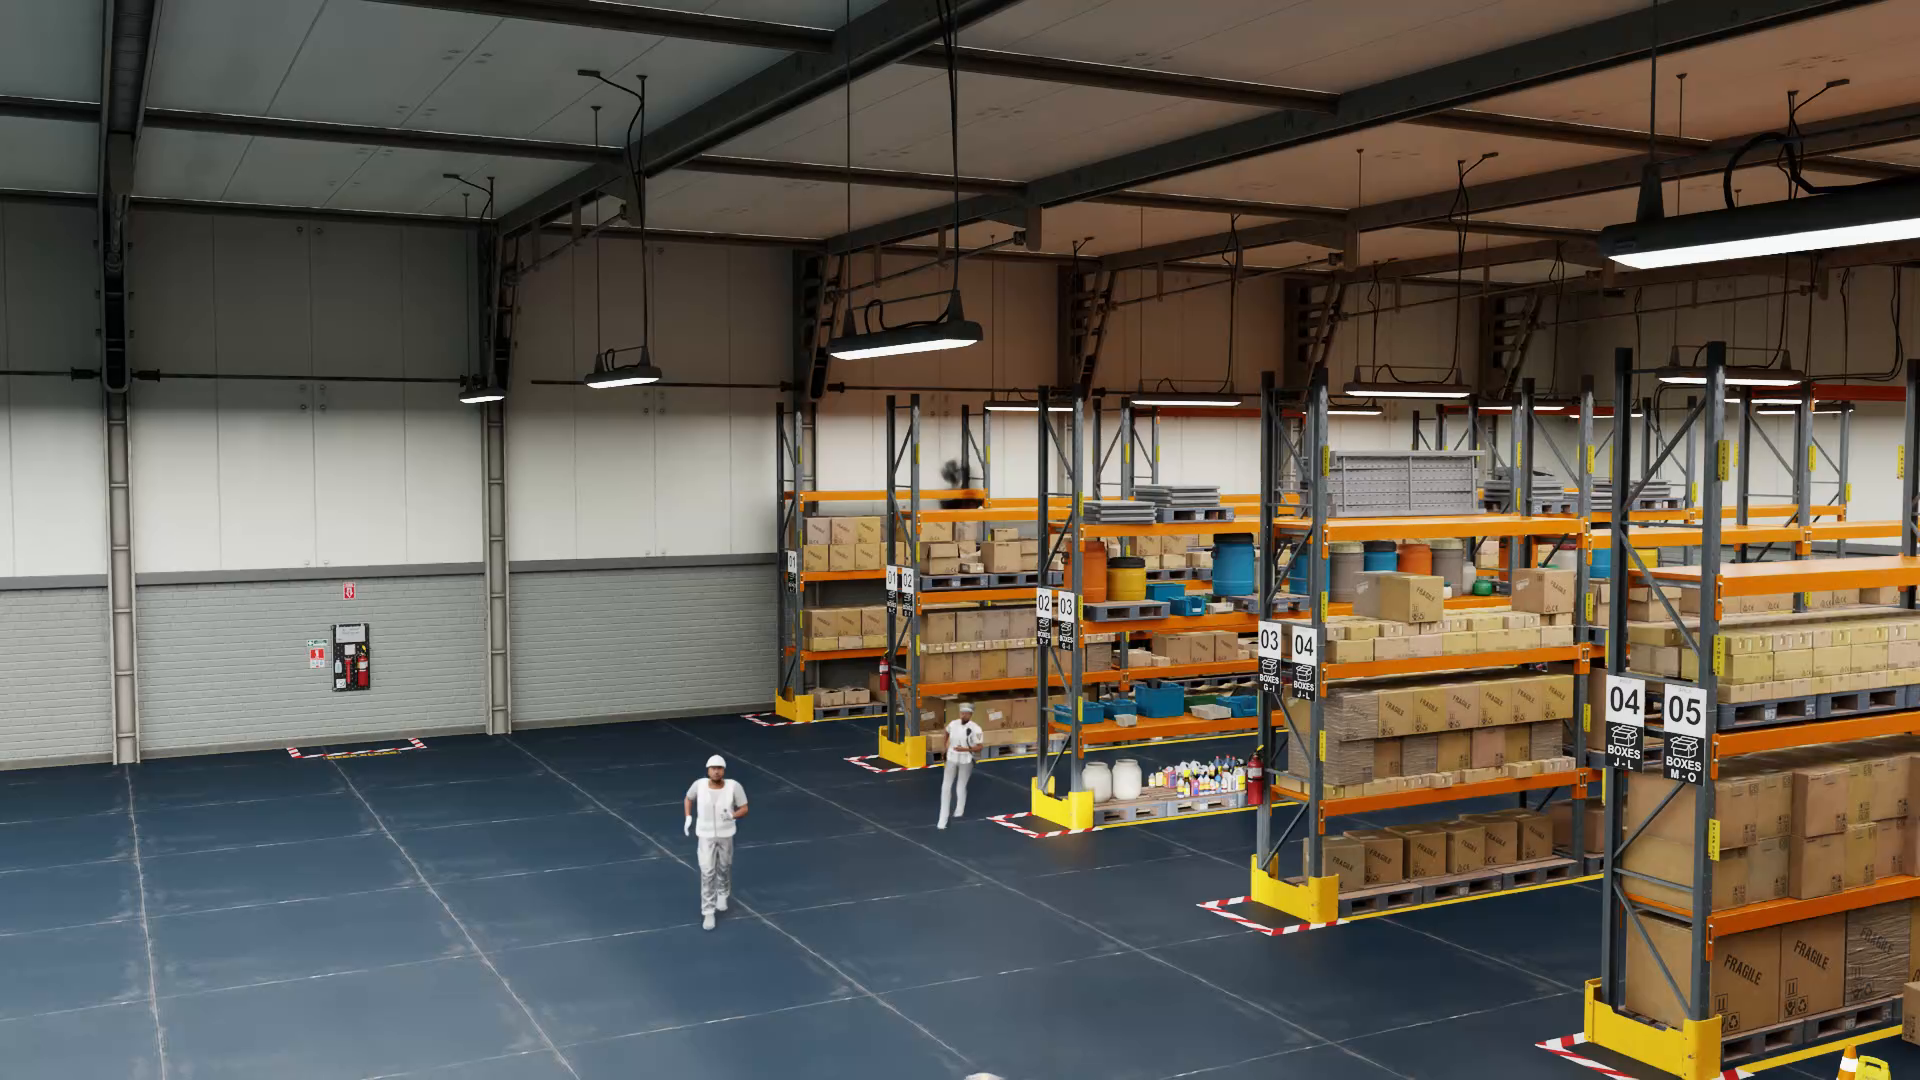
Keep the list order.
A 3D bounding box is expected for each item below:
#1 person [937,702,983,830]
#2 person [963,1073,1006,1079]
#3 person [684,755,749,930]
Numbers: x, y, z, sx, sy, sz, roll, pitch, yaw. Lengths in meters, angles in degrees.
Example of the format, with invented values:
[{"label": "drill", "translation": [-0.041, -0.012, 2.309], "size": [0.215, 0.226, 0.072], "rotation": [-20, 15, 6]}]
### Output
[{"label": "person", "translation": [0.034, 3.064, 22.711], "size": [0.593, 1.743, 0.811], "rotation": [1, 3, 11]}, {"label": "person", "translation": [0.128, 3.801, 9.377], "size": [0.622, 1.654, 0.699], "rotation": [0, 3, 5]}, {"label": "person", "translation": [-2.642, 3.223, 18.056], "size": [0.694, 1.793, 0.903], "rotation": [-1, 3, -9]}]
